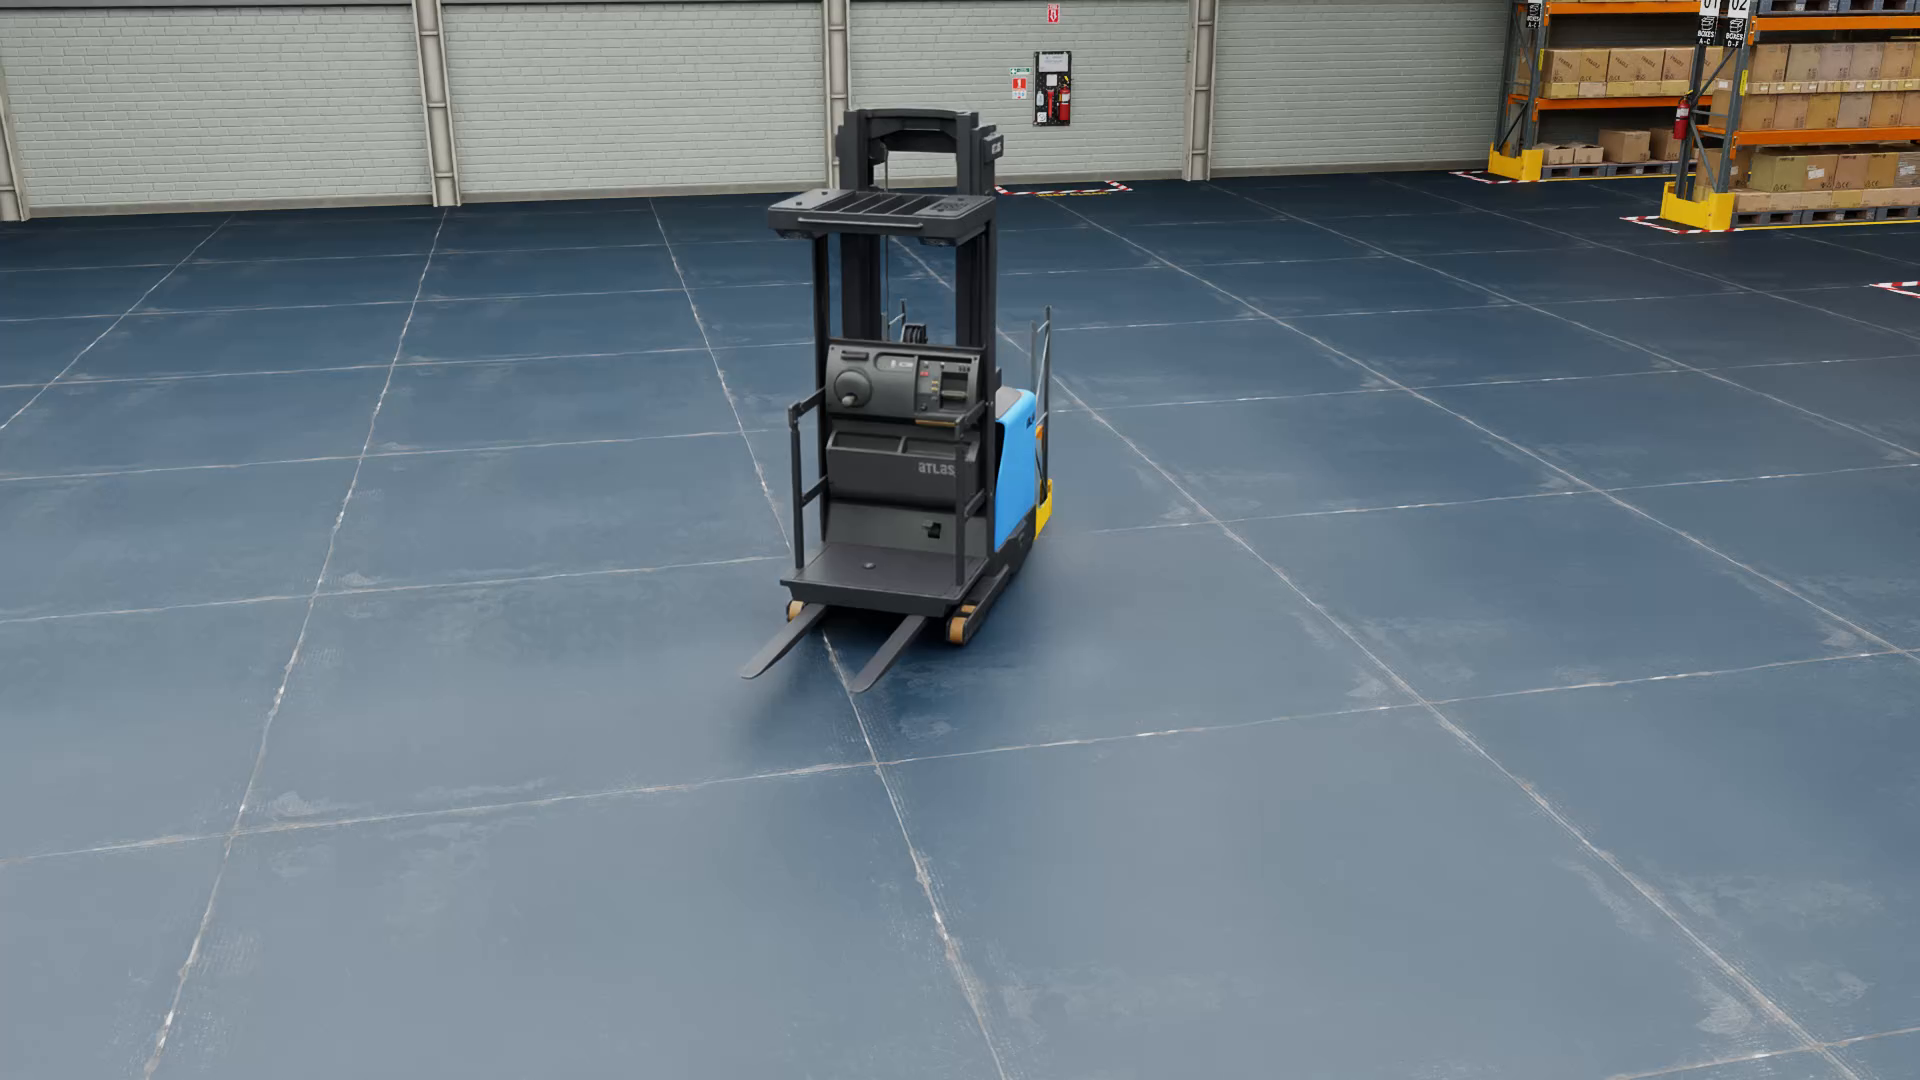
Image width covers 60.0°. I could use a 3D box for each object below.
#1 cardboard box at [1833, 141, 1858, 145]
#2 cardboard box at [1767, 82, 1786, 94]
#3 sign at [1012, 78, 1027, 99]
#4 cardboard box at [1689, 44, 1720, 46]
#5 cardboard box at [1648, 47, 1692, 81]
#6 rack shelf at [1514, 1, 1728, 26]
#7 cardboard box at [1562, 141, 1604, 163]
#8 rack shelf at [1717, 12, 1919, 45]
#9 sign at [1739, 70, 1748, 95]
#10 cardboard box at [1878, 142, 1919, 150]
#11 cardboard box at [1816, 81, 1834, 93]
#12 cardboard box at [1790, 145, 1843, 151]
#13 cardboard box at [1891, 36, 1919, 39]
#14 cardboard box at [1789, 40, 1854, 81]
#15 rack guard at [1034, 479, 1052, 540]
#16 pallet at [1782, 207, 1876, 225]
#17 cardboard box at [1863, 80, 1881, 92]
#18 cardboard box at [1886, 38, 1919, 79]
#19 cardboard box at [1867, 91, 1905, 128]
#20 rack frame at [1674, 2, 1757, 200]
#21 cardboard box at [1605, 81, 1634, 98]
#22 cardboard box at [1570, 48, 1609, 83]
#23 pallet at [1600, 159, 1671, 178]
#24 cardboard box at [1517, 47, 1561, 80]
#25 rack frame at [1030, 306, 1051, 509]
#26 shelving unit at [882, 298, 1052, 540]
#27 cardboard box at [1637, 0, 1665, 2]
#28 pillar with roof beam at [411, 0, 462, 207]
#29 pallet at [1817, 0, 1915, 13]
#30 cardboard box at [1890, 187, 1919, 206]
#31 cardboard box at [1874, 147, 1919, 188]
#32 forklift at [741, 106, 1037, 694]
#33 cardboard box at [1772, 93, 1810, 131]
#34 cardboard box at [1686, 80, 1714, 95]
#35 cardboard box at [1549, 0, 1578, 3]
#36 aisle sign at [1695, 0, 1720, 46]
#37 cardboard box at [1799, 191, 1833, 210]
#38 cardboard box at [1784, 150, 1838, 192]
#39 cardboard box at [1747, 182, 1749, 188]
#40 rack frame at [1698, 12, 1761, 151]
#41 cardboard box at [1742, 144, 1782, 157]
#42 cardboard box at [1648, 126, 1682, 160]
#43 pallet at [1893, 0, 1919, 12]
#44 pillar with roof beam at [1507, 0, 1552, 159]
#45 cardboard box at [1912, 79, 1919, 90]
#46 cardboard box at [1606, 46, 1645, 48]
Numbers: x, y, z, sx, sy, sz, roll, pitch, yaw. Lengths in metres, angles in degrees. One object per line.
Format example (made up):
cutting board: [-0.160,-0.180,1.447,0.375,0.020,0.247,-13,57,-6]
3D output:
cardboard box: [15.378,-7.100,29.330,0.500,0.500,0.700,-5,21,-13]
cardboard box: [11.117,-6.234,22.882,0.250,0.149,0.380,-5,21,-14]
sign: [0.954,-7.254,26.704,0.234,0.329,0.001,-5,21,-12]
cardboard box: [12.673,-8.199,28.436,0.500,0.500,0.500,-5,21,-14]
cardboard box: [11.813,-7.948,27.750,0.500,0.500,0.500,-5,21,-14]
rack shelf: [11.232,-8.788,27.629,4.000,0.370,1.077,-5,21,-12]
cardboard box: [10.535,-6.573,28.166,0.500,0.311,0.500,-3,20,-8]
rack shelf: [12.376,-7.130,23.103,4.000,0.370,1.077,-5,21,-12]
sign: [10.551,-6.159,22.392,0.005,0.325,0.100,-5,21,-12]
cardboard box: [13.799,-5.544,24.385,0.500,0.500,0.500,-5,21,-12]
cardboard box: [11.865,-6.294,23.047,0.250,0.149,0.380,-5,21,-14]
cardboard box: [12.340,-5.425,24.059,0.500,0.500,0.500,-5,21,-12]
cardboard box: [16.433,-8.683,28.928,0.250,0.149,0.380,-8,22,-22]
cardboard box: [11.939,-6.678,23.152,0.500,0.500,0.700,-5,21,-12]
rack guard: [0.542,-0.215,11.538,0.087,0.250,0.587,5,21,14]
pallet: [12.349,-4.762,24.007,1.213,0.211,1.003,-5,21,-12]
cardboard box: [12.613,-6.354,23.211,0.250,0.149,0.380,-4,20,-11]
cardboard box: [13.400,-6.796,23.475,0.500,0.500,0.700,-5,21,-13]
cardboard box: [12.891,-6.145,23.584,0.500,0.500,0.700,-4,21,-12]
rack frame: [10.430,-5.901,23.063,0.127,3.000,1.000,-5,21,-12]
cardboard box: [10.833,-7.515,27.657,0.500,0.250,0.500,-5,21,-13]
cardboard box: [10.303,-7.823,27.409,0.500,0.500,0.500,-5,21,-12]
pallet: [11.344,-6.404,28.489,1.213,0.211,1.003,-5,21,-12]
cardboard box: [9.696,-7.959,27.779,0.500,0.500,0.500,-5,21,-13]
rack frame: [0.543,-0.802,11.323,0.032,1.500,0.500,5,21,14]
shelving unit: [0.059,-0.845,11.440,1.083,1.500,0.587,5,21,14]
cardboard box: [11.221,-9.089,27.231,0.500,0.500,0.500,-3,20,-9]
pillar with roof beam: [-6.758,-7.855,19.676,0.400,9.000,9.100,-5,21,-12]
pallet: [12.313,-7.413,22.959,1.213,0.211,1.003,-5,21,-12]
cardboard box: [13.432,-4.978,23.929,0.500,0.250,0.500,-5,21,-12]
cardboard box: [13.432,-5.330,23.802,0.500,0.500,0.500,-5,21,-12]
forklift: [-0.398,-0.916,9.553,1.130,2.935,3.031,6,21,16]
cardboard box: [11.397,-6.024,23.253,0.500,0.500,0.700,-4,21,-11]
cardboard box: [12.301,-7.639,27.996,0.500,0.250,0.500,-5,21,-12]
cardboard box: [9.669,-8.967,26.896,0.500,0.500,0.500,-4,21,-11]
aisle sign: [10.298,-7.215,22.870,0.004,0.787,0.394,-5,21,-12]
cardboard box: [11.975,-4.855,23.596,0.500,0.250,0.500,-5,21,-12]
cardboard box: [11.972,-5.211,23.477,0.500,0.500,0.500,-5,21,-12]
cardboard box: [11.367,-4.992,23.969,0.500,0.250,0.500,-5,21,-12]
rack frame: [13.179,-7.876,28.453,0.127,3.000,1.000,-5,21,-12]
cardboard box: [13.891,-6.972,28.982,0.500,0.500,0.700,-4,20,-11]
cardboard box: [12.178,-6.813,28.547,0.500,0.500,0.500,-6,21,-17]
pallet: [13.498,-7.509,23.219,1.213,0.211,1.003,-5,21,-12]
pillar with roof beam: [10.759,-9.280,23.565,0.400,9.000,9.100,-5,21,-12]
cardboard box: [13.356,-6.414,23.376,0.250,0.149,0.380,-5,21,-13]
cardboard box: [11.180,-8.077,28.103,0.500,0.500,0.500,-4,21,-12]
